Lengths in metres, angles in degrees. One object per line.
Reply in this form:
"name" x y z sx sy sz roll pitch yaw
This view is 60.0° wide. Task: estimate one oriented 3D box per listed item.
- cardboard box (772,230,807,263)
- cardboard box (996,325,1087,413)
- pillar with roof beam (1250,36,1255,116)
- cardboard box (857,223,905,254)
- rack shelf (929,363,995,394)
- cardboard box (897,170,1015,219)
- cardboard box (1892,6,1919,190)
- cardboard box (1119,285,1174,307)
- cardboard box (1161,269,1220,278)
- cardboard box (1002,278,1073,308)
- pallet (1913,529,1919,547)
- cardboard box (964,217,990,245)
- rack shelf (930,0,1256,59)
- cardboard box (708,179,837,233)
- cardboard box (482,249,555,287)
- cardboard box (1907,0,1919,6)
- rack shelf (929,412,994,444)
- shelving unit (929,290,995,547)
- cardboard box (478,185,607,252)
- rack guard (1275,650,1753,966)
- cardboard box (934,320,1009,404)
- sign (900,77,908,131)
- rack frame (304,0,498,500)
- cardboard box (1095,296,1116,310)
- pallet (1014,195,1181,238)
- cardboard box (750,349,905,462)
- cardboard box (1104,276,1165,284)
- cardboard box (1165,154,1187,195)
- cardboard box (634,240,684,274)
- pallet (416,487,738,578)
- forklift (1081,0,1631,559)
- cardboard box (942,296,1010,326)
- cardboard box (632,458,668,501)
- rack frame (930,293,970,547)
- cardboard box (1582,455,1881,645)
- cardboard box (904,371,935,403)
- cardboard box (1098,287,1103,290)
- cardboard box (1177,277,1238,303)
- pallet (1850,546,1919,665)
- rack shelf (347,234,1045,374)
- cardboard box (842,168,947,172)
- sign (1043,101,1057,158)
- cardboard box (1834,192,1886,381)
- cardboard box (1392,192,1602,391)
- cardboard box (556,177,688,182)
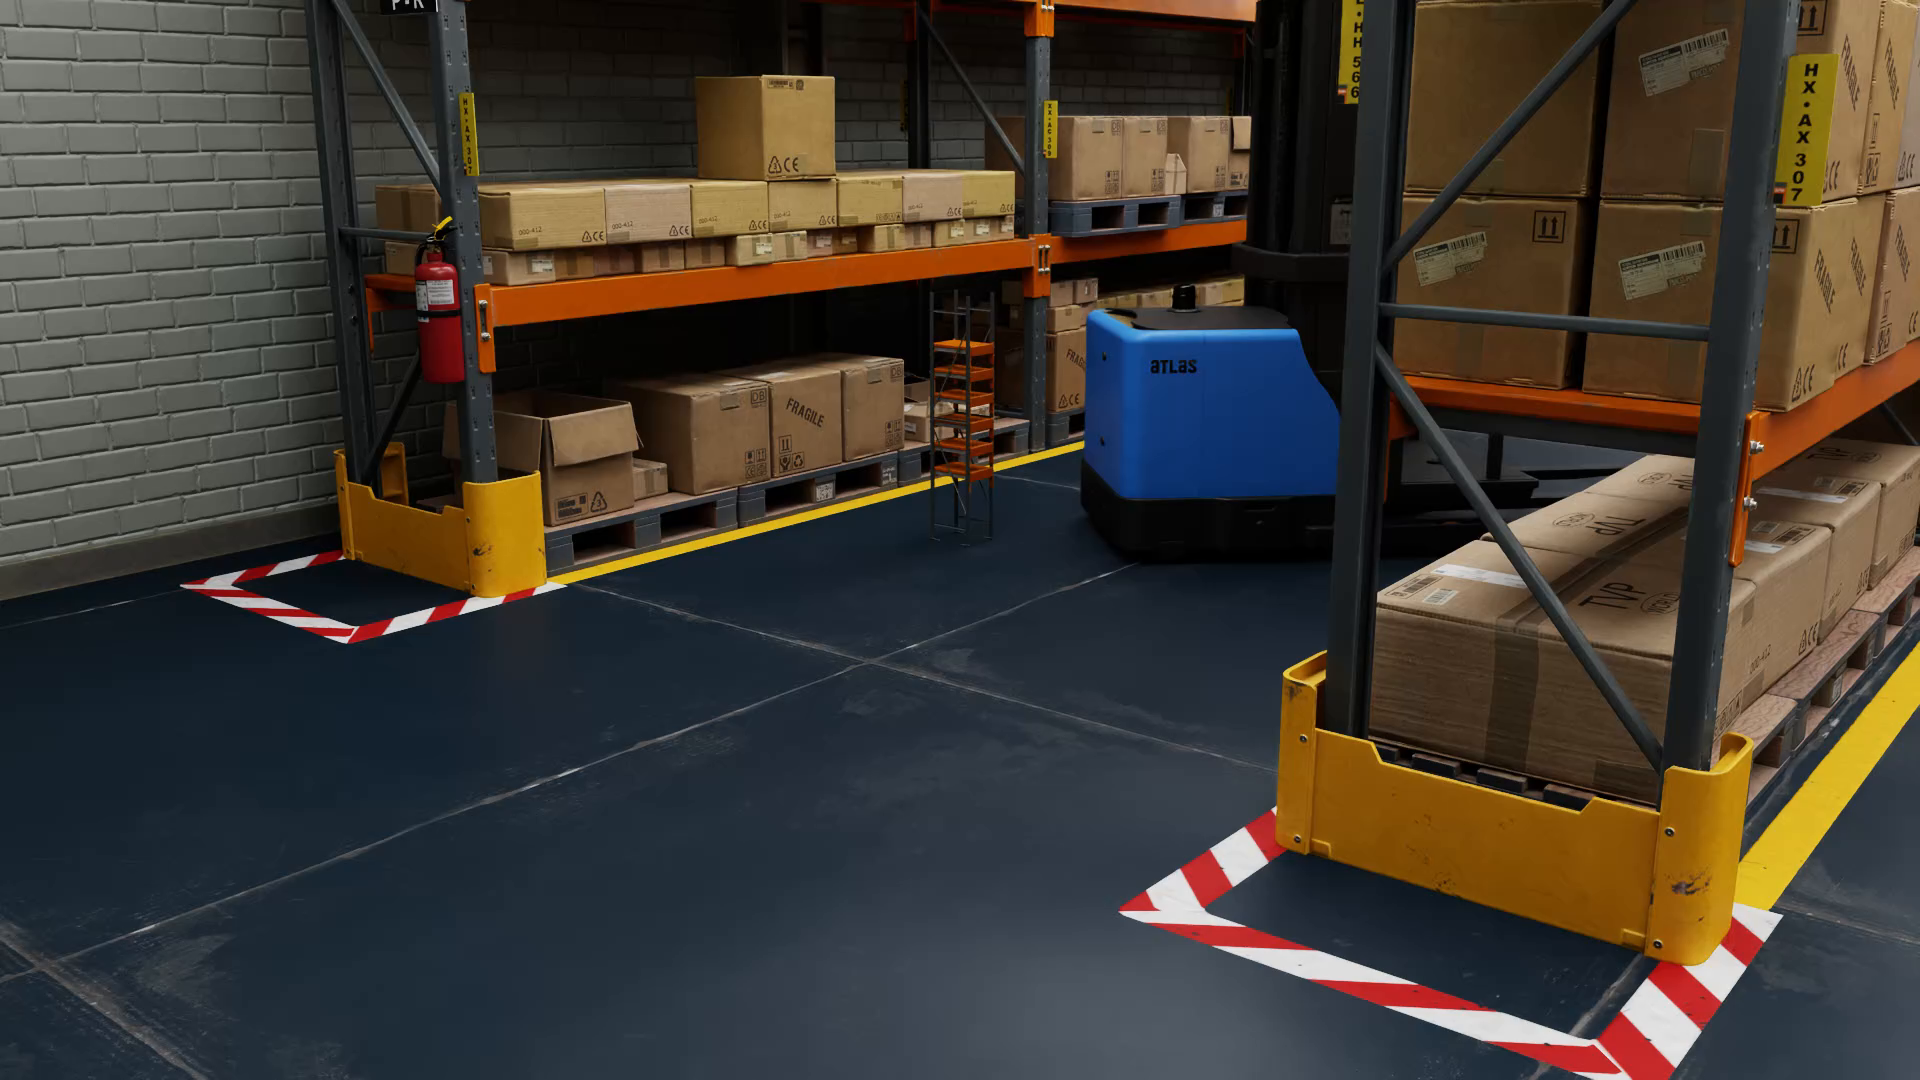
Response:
"cardboard box" -0.995 -1.498 8.436 0.380 0.149 0.250 12 18 39
"cardboard box" 0.580 -1.122 10.672 0.500 0.500 0.500 12 19 40
"pillar with roof beam" 6.081 -5.469 11.374 9.100 9.000 0.400 11 18 38
"cardboard box" -0.519 -1.644 9.014 0.380 0.149 0.250 11 18 37
"rack shelf" 0.009 -0.774 7.938 0.258 0.103 0.180 11 18 38
"cardboard box" -0.030 -2.008 9.638 0.500 0.250 0.500 12 18 39
"cardboard box" 2.610 -1.320 4.991 0.500 0.500 0.500 11 18 37
"cardboard box" 1.305 -1.666 11.495 0.380 0.149 0.250 12 19 39
"cardboard box" 1.763 -1.986 12.756 0.380 0.149 0.250 12 18 38
"cardboard box" 0.486 -1.560 10.473 0.380 0.149 0.250 11 18 37
"pallet" 4.390 -0.113 8.138 1.003 0.211 1.213 11 18 38
"cardboard box" -0.050 -1.797 9.615 0.380 0.149 0.250 12 18 39
"rack shelf" 1.358 -3.560 11.415 1.077 0.370 4.000 11 18 38
"cardboard box" -0.981 -1.718 8.495 0.500 0.250 0.500 11 18 36
"cardboard box" -1.993 -1.205 7.284 0.380 0.149 0.250 11 18 37
"cardboard box" 2.715 -1.658 5.005 0.380 0.149 0.250 11 18 38
"rack shelf" 0.009 -0.541 7.997 0.258 0.103 0.180 11 18 38
"shelving unit" 0.009 -0.584 7.986 0.258 1.200 0.189 11 18 38
"cardboard box" -1.919 -1.423 7.332 0.500 0.250 0.500 11 18 38
"rack guard" 1.435 0.677 4.442 1.175 0.500 0.348 11 18 38
"cardboard box" 0.179 -1.204 10.995 0.500 0.500 0.500 11 18 37
"sign" -0.333 -2.719 10.381 0.100 0.325 0.005 11 18 38
"rack frame" -2.413 -1.306 7.173 1.000 3.000 0.127 11 18 38
"cardboard box" 0.799 -1.522 10.929 0.380 0.149 0.250 10 17 35
"pallet" 0.688 -2.115 10.748 1.003 0.211 1.213 11 18 38
"cardboard box" -0.735 -0.757 9.235 0.700 0.500 0.500 10 18 35
"cardboard box" 1.273 -1.837 12.169 0.380 0.149 0.250 11 18 38
"cardboard box" 1.272 -2.417 10.967 0.396 0.266 0.258 12 19 40
"cardboard box" -1.525 -1.355 7.877 0.380 0.149 0.250 12 19 39
"pallet" -1.865 -0.122 8.175 1.003 0.211 1.213 11 18 38
"forklift" 2.174 -1.470 7.955 3.031 2.935 1.130 -2 14 -7
"cardboard box" 0.108 -1.494 10.817 0.380 0.149 0.250 10 18 35
"cardboard box" -1.658 -0.306 8.172 0.380 0.149 0.250 10 18 35
"rack frame" -0.048 -0.567 7.917 0.240 1.200 0.006 11 18 38
"cardboard box" 2.923 0.009 6.348 0.875 0.438 0.875 11 18 36
"cardboard box" -0.498 -0.883 10.113 0.500 0.311 0.500 12 19 39
"cardboard box" 0.770 -1.690 11.591 0.380 0.149 0.250 12 18 39
"cardboard box" 1.796 -1.819 12.097 0.380 0.149 0.250 11 18 37
"pallet" 3.425 0.180 6.985 1.003 0.211 1.213 11 18 38
"rack shelf" -1.156 -1.341 8.769 1.077 0.370 4.000 11 18 38
"cardboard box" -0.421 -2.091 9.961 0.500 0.250 0.500 11 18 37
"sign" 0.527 -2.409 9.757 0.100 0.325 0.005 11 18 38
"cardboard box" 2.271 -0.736 4.725 0.500 0.500 0.500 11 18 37
"cardboard box" 1.547 -0.721 4.664 0.500 0.500 0.500 11 18 38
"cardboard box" -1.691 -1.700 8.421 0.500 0.250 0.500 12 19 39
